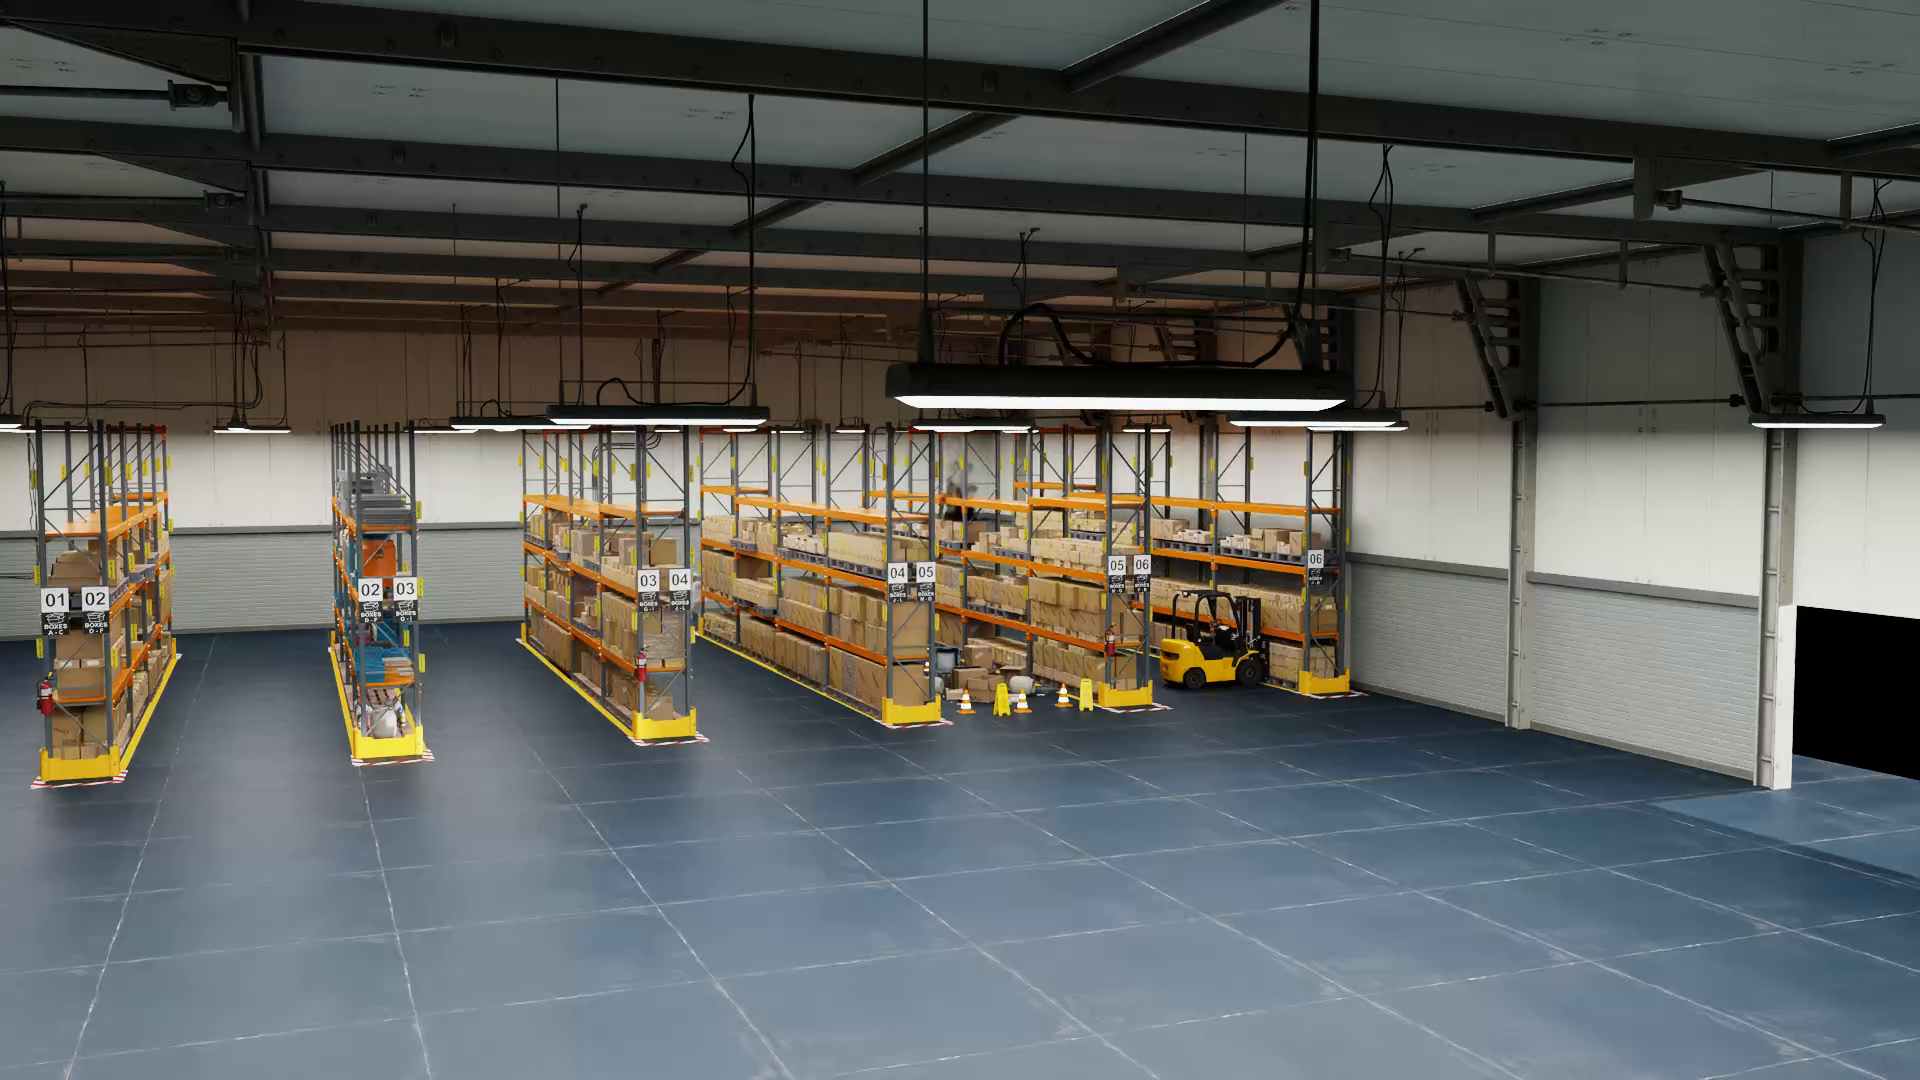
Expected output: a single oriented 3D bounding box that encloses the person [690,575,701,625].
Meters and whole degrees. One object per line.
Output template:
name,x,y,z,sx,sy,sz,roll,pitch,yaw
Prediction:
person,-7.817,1.859,49.283,0.817,1.638,0.781,-2,4,-27
